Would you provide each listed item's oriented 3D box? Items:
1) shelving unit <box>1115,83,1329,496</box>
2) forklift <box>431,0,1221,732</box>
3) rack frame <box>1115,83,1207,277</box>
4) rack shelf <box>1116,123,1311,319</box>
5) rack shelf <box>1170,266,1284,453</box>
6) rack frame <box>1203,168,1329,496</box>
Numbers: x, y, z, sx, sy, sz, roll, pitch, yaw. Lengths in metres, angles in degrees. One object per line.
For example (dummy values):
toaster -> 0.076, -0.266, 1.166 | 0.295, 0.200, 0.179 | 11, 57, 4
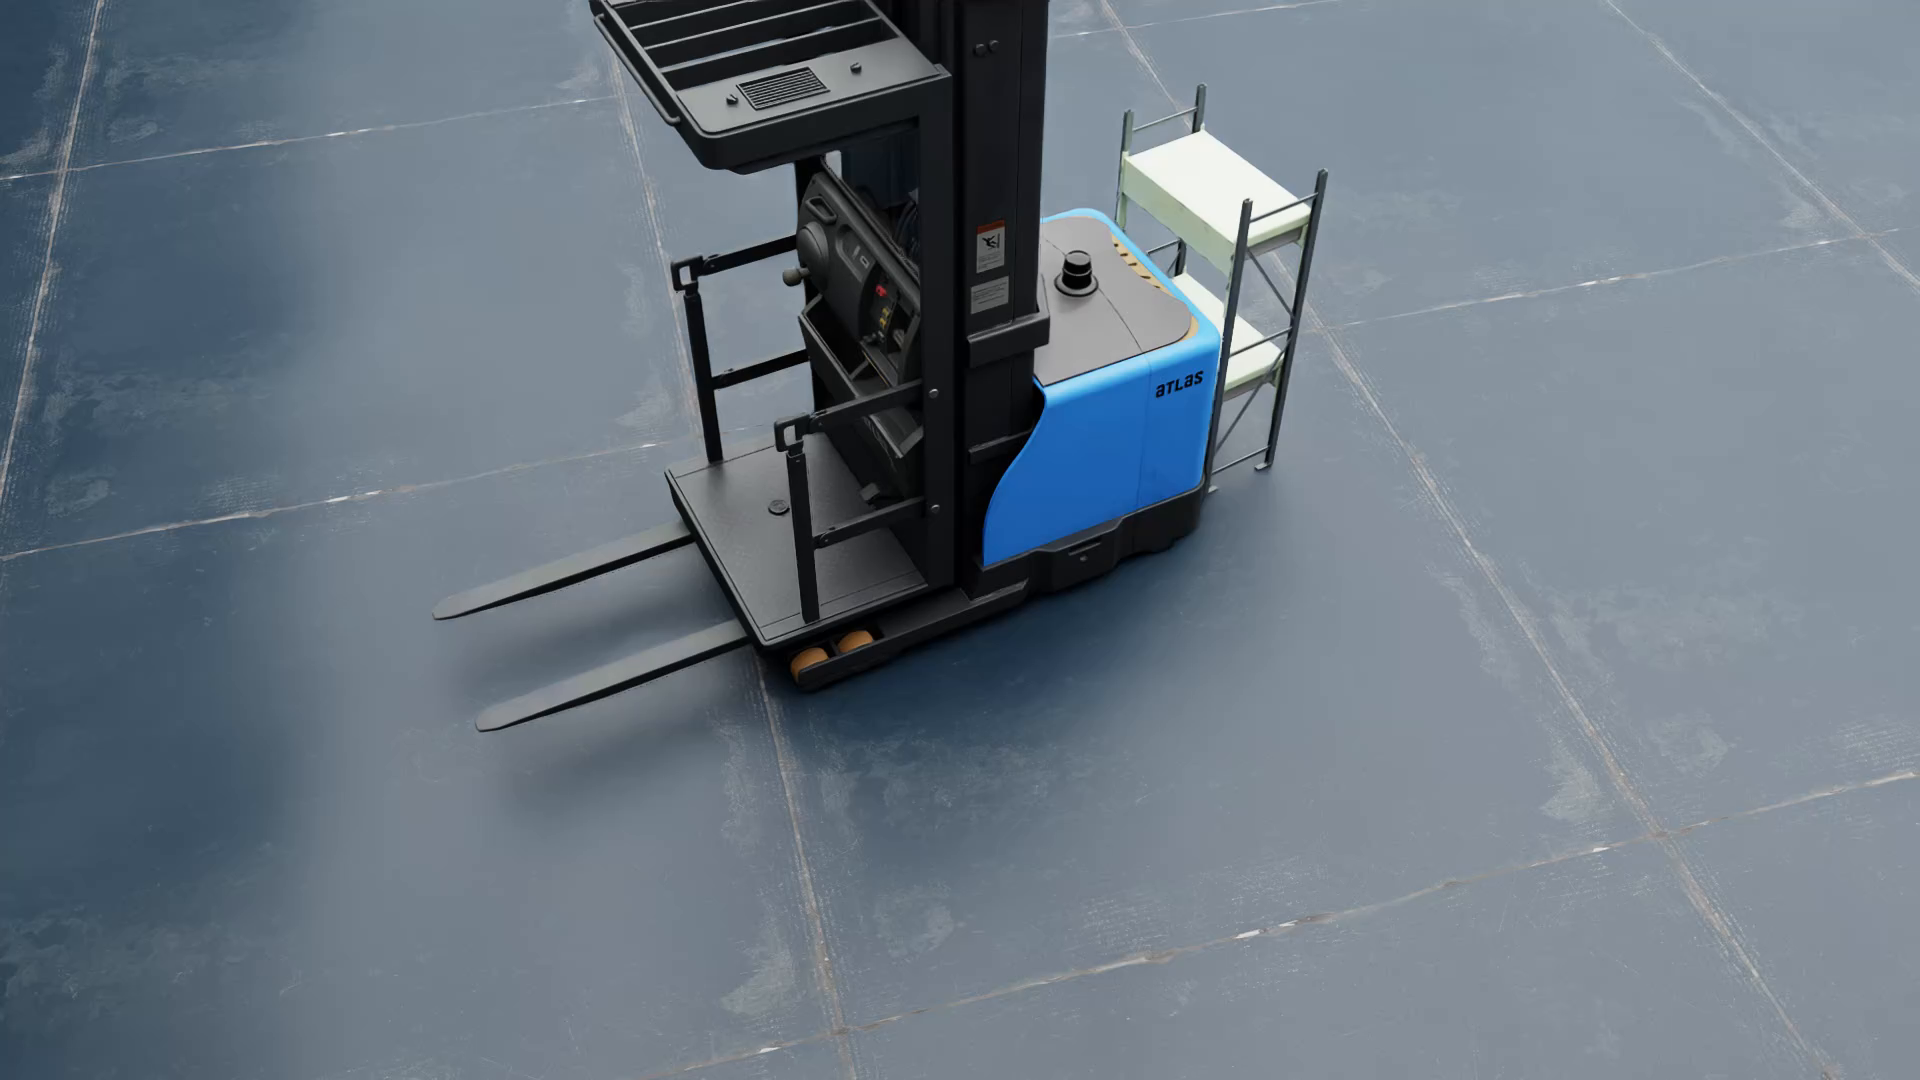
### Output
shelving unit -> 1.014, -1.015, 6.943 | 0.431, 1.500, 0.755 | -24, 50, -22
forklift -> -0.544, -0.881, 5.812 | 3.031, 2.935, 1.130 | -20, 49, -19
rack frame -> 0.817, -1.236, 7.159 | 0.400, 1.500, 0.023 | -24, 50, -22
rack shelf -> 1.016, -1.290, 6.666 | 0.431, 0.370, 0.720 | -24, 50, -22
rack shelf -> 1.012, -0.786, 7.176 | 0.431, 0.370, 0.720 | -24, 50, -22
rack frame -> 1.211, -0.795, 6.728 | 0.400, 1.500, 0.023 | -24, 50, -22
